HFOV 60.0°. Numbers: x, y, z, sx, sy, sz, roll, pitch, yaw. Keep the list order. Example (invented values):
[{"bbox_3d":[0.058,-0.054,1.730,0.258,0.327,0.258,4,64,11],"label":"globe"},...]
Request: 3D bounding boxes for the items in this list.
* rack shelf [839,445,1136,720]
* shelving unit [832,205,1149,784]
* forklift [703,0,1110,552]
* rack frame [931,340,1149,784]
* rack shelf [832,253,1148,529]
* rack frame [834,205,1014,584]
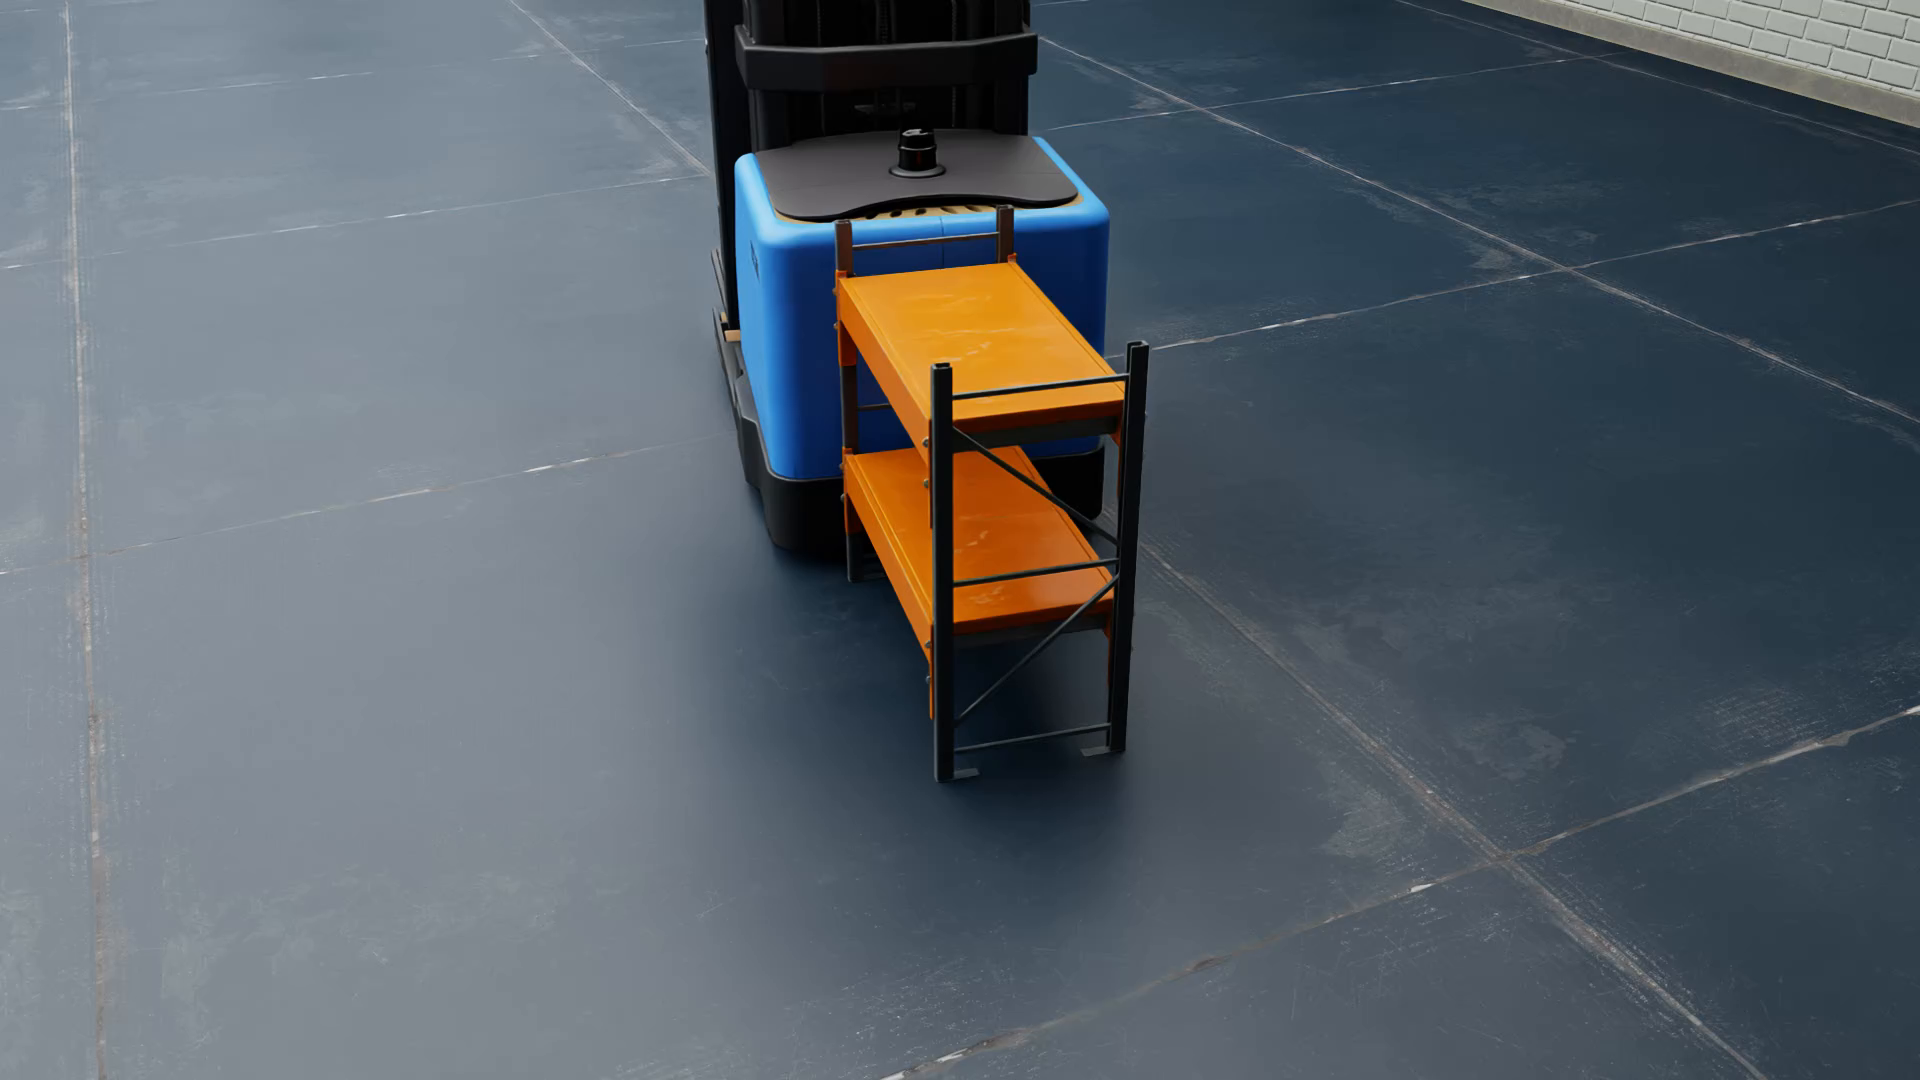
[{"bbox_3d":[0.042,0.054,4.504,0.538,0.278,1.000,-8,30,-14],"label":"rack shelf"},{"bbox_3d":[0.042,-0.160,4.385,0.538,1.125,1.048,-8,30,-14],"label":"shelving unit"},{"bbox_3d":[-0.357,-1.948,5.727,1.130,2.935,3.031,-6,30,-10],"label":"forklift"},{"bbox_3d":[0.180,0.080,3.958,0.500,1.125,0.032,-8,30,-14],"label":"rack frame"},{"bbox_3d":[0.042,-0.415,4.242,0.538,0.278,1.000,-8,30,-14],"label":"rack shelf"},{"bbox_3d":[-0.095,-0.399,4.812,0.500,1.125,0.032,-8,30,-14],"label":"rack frame"}]
